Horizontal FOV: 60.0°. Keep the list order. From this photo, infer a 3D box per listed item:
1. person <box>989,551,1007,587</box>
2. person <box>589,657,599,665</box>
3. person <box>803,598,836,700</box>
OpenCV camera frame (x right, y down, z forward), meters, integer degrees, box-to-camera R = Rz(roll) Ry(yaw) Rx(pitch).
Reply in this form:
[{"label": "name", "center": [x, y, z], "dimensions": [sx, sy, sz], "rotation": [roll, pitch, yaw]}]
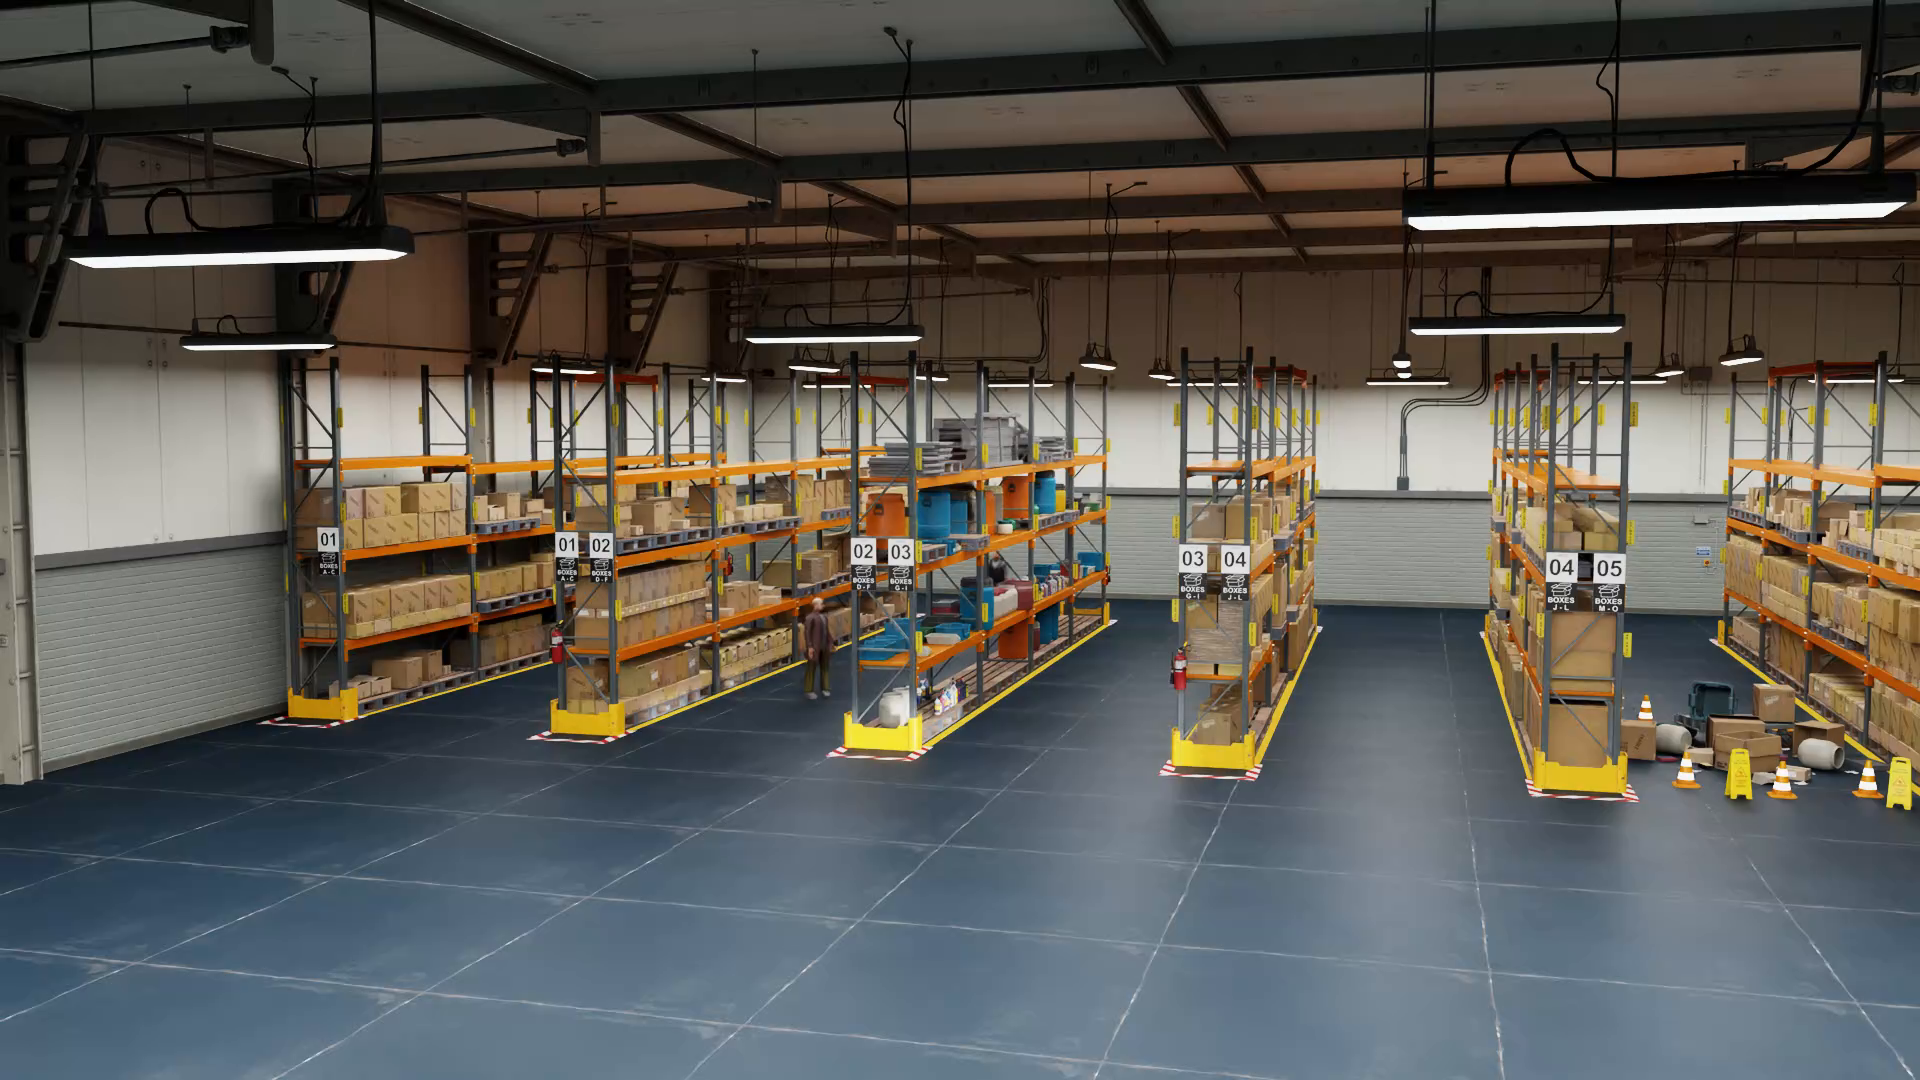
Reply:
[{"label": "person", "center": [0.885, 1.085, 41.911], "dimensions": [0.555, 1.686, 0.977], "rotation": [1, 4, 18]}, {"label": "person", "center": [-6.499, 1.971, 30.122], "dimensions": [0.596, 1.650, 0.527], "rotation": [4, 6, 43]}, {"label": "person", "center": [-2.508, 1.917, 29.626], "dimensions": [0.450, 1.794, 0.672], "rotation": [3, 5, 39]}]
